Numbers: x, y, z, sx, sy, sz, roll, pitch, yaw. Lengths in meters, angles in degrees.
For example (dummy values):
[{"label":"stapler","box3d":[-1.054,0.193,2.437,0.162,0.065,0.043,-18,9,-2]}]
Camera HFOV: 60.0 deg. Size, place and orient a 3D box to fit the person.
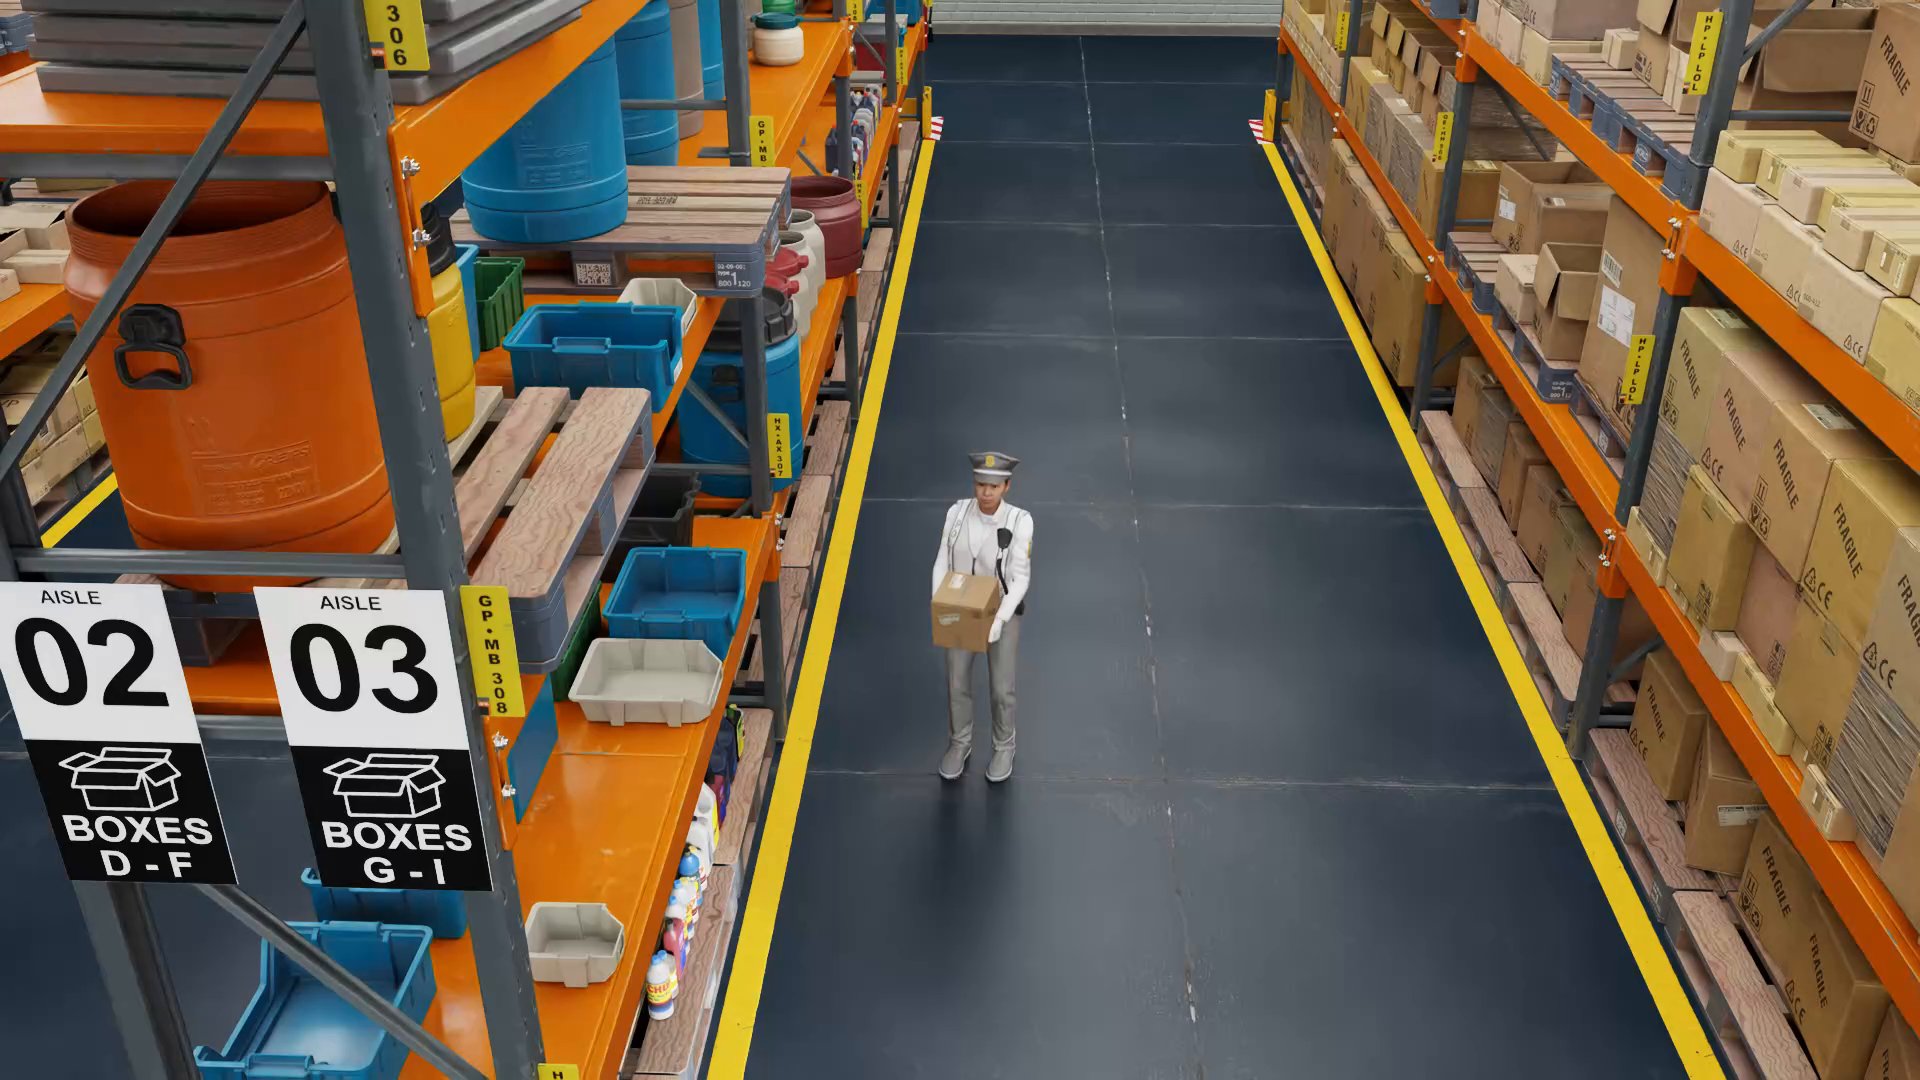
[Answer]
[{"label":"person","box3d":[0.095,0.380,7.879,0.465,1.691,0.554,8,29,15]}]
